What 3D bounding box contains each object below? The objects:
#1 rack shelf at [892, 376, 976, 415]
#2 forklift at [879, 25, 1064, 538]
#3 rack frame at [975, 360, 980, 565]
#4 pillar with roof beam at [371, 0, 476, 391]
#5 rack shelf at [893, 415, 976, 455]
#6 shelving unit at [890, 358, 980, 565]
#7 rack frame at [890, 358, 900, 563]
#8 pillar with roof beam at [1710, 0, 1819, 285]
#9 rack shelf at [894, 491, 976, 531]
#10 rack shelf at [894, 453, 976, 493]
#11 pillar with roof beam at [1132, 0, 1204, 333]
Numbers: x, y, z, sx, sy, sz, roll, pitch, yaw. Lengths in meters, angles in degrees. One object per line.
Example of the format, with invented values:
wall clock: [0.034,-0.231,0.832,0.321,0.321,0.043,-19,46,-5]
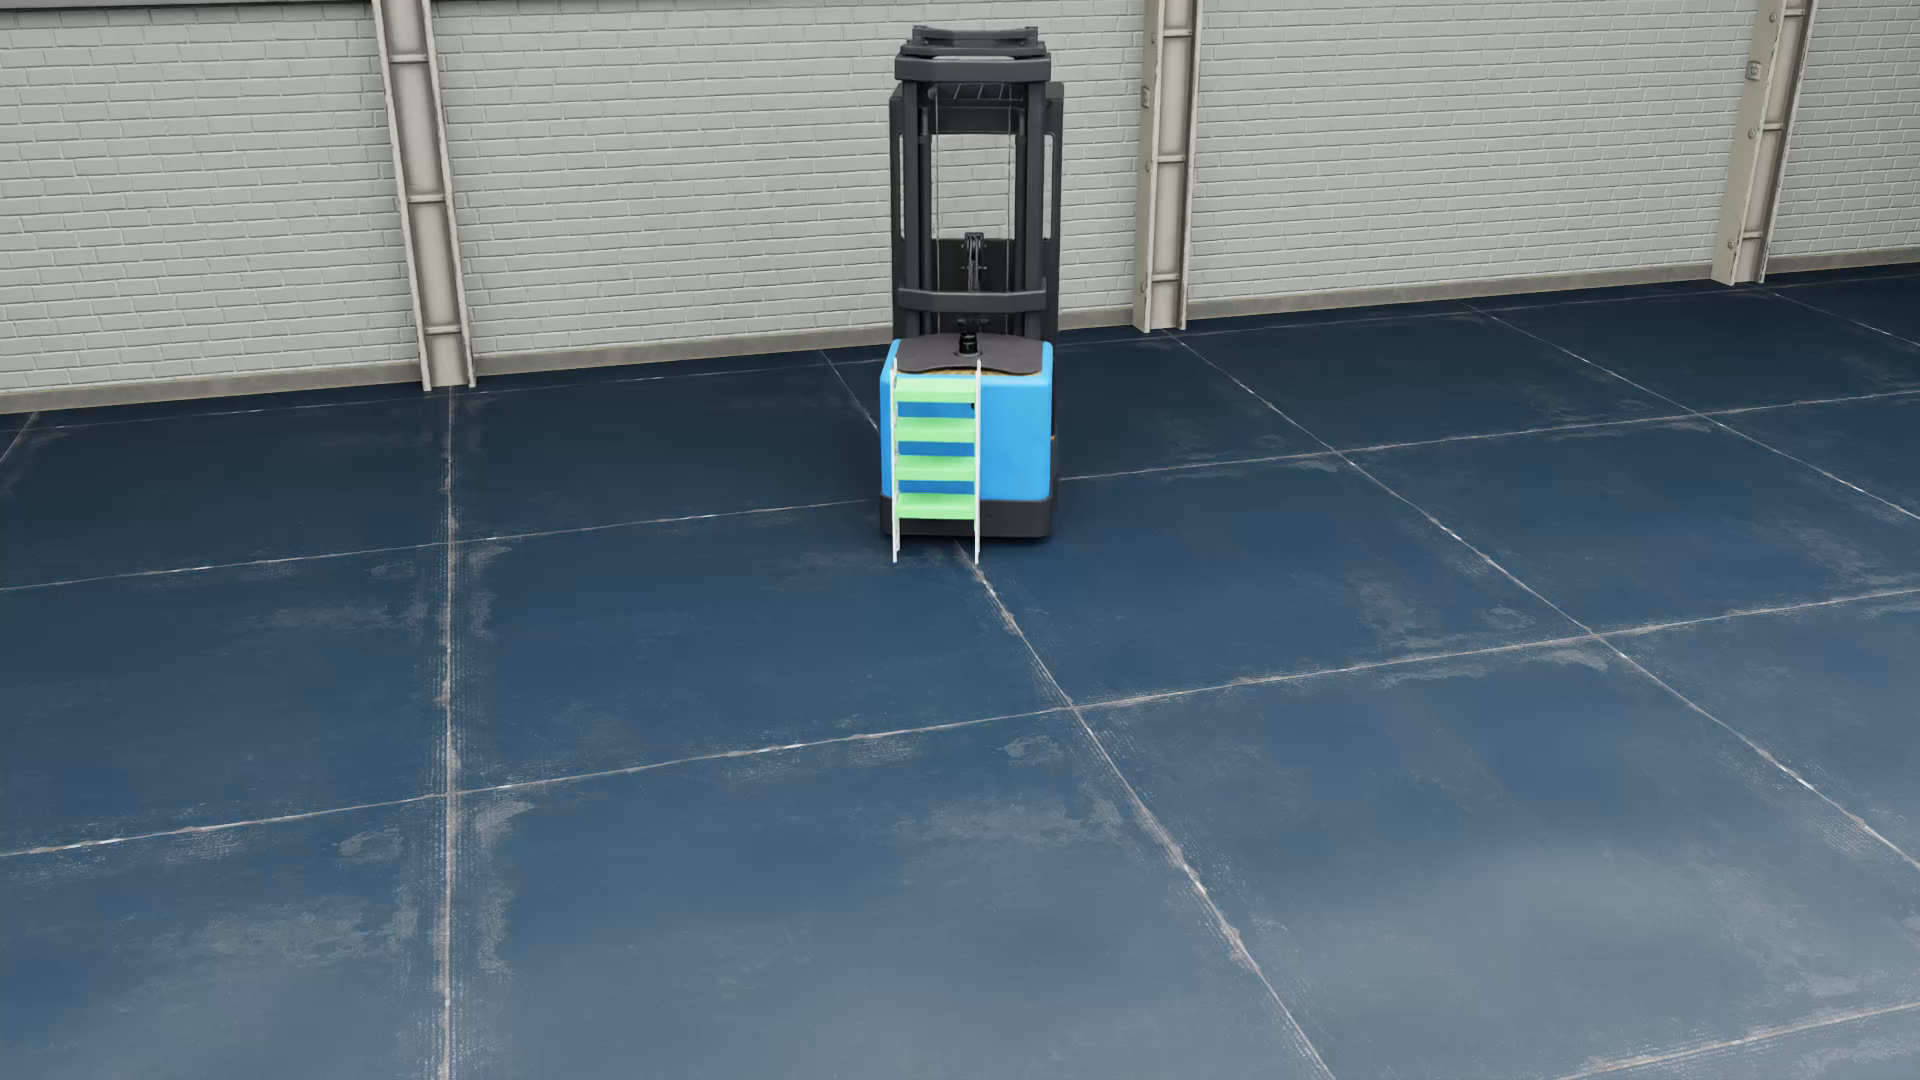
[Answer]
rack shelf: [-0.139,-0.835,9.620,0.480,0.148,0.258,1,23,3]
forklift: [0.116,-1.899,10.959,1.130,2.935,3.031,1,23,3]
rack frame: [0.104,-0.447,9.771,0.015,1.200,0.240,1,23,3]
pillar with roof beam: [-2.868,-3.742,7.559,0.400,9.000,9.100,-6,24,-14]
rack shelf: [-0.139,-0.615,9.714,0.480,0.148,0.258,1,23,3]
shelving unit: [-0.139,-0.453,9.784,0.503,1.200,0.258,1,23,3]
rack frame: [-0.383,-0.459,9.797,0.015,1.200,0.240,1,23,3]
pillar with roof beam: [8.686,-5.020,10.538,0.400,9.000,9.100,-6,24,-14]
rack shelf: [-0.139,-0.174,9.904,0.480,0.148,0.258,1,23,3]
rack shelf: [-0.139,-0.394,9.809,0.480,0.148,0.258,1,23,3]
pillar with roof beam: [2.909,-4.381,9.049,0.400,9.000,9.100,-6,24,-14]
